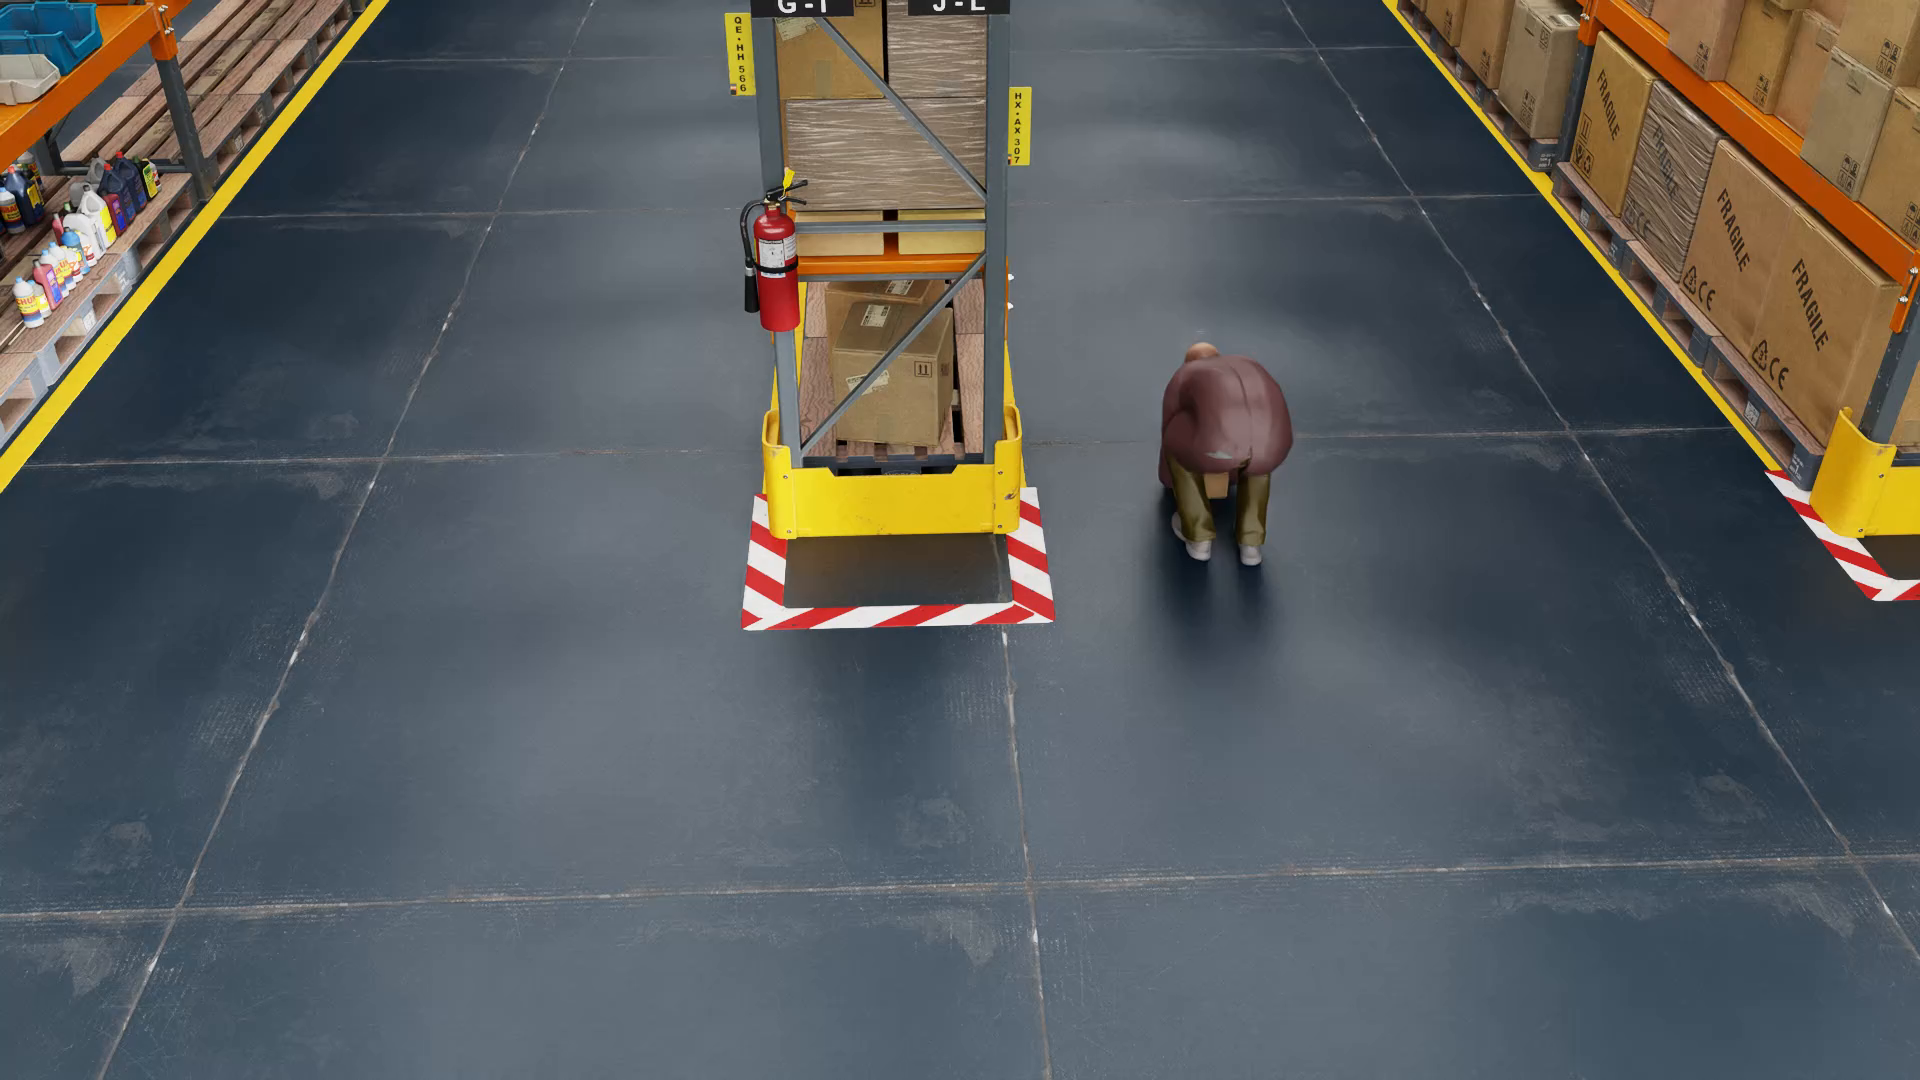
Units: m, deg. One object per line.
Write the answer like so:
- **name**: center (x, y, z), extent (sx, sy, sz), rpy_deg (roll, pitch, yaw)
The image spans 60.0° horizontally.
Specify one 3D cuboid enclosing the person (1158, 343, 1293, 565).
- **person**: center (1.181, -0.431, 7.550), extent (0.587, 0.923, 0.953), rpy_deg (-3, 35, -5)
